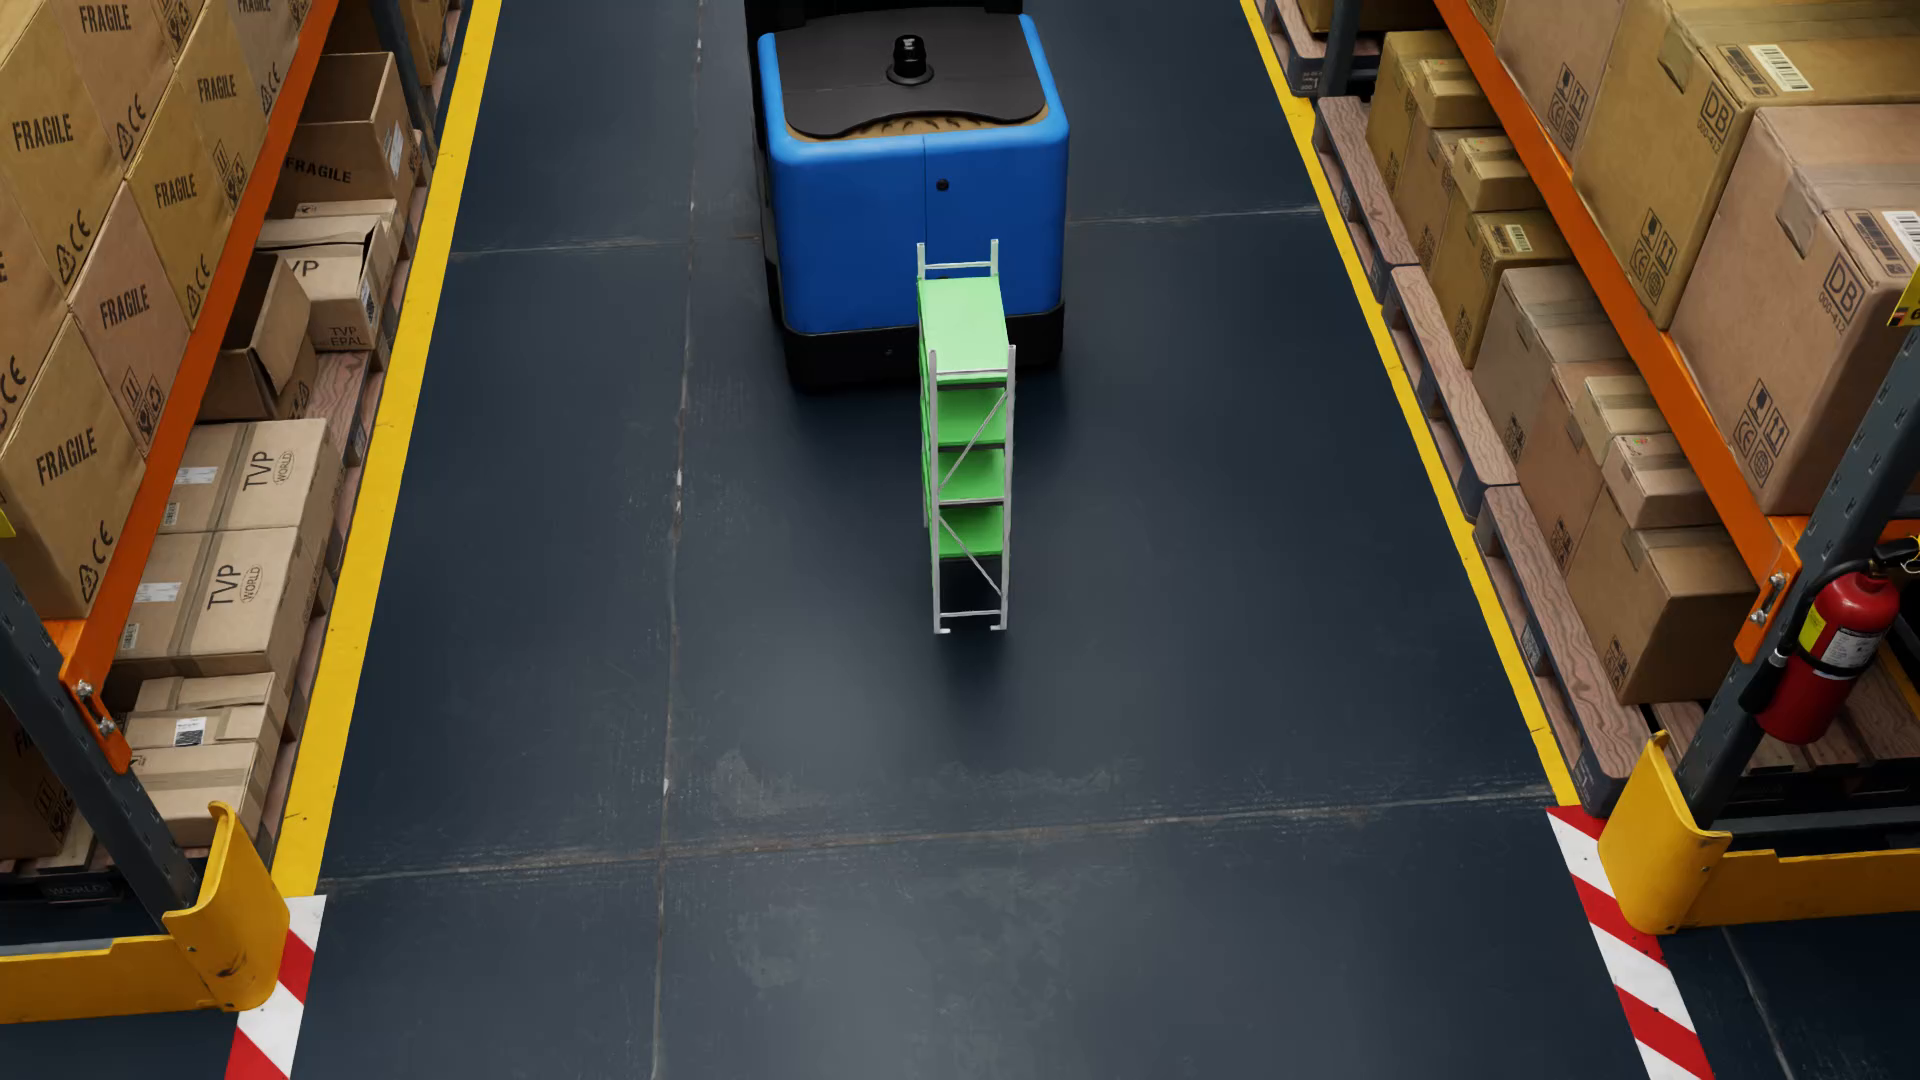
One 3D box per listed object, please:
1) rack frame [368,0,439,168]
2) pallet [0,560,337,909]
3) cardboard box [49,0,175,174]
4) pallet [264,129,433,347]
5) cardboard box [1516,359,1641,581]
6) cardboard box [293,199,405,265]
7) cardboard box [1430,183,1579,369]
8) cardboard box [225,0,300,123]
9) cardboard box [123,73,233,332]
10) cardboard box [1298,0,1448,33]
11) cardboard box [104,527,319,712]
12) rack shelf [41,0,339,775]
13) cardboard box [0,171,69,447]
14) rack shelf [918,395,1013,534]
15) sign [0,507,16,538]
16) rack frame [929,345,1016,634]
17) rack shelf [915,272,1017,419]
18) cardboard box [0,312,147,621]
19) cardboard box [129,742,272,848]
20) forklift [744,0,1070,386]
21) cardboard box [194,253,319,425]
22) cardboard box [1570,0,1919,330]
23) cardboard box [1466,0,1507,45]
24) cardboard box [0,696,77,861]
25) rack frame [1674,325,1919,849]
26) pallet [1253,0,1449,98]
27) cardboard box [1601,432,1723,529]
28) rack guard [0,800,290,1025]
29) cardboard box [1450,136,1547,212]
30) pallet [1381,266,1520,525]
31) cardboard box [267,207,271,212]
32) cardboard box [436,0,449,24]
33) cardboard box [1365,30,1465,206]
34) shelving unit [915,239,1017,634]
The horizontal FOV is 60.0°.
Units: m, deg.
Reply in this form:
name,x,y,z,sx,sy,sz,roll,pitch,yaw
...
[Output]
name,x,y,z,sx,sy,sz,roll,pitch,yaw
rack frame,-2.808,-2.680,6.222,1.000,3.000,0.127,-3,47,-3
pallet,-2.548,0.541,5.092,1.003,0.211,1.213,-3,47,-3
cardboard box,-2.336,-1.241,4.102,0.500,0.500,0.500,-3,47,-3
pallet,-2.752,-1.224,6.764,1.003,0.211,1.213,-3,47,-3
cardboard box,2.262,-0.237,5.341,0.700,0.500,0.500,-4,47,-3
cardboard box,-2.387,-1.188,6.470,0.380,0.149,0.250,-3,47,-3
cardboard box,2.168,-0.986,6.050,0.700,0.500,0.500,-3,47,-2
cardboard box,-2.421,-1.624,5.153,0.500,0.500,0.500,-3,47,-2
cardboard box,-2.335,-0.894,4.462,0.500,0.500,0.500,-4,47,-3
cardboard box,1.944,-2.851,7.576,0.750,0.750,0.750,-3,47,-3
cardboard box,-2.278,0.236,5.051,0.500,0.250,0.500,-3,47,-3
rack shelf,-2.641,-0.986,5.113,1.077,0.370,4.000,-3,47,-3
cardboard box,-2.248,-0.501,3.401,0.500,0.500,0.500,-2,47,-2
rack shelf,0.014,-0.249,5.247,0.258,0.148,0.480,-3,47,-3
sign,-1.933,-0.117,3.198,0.100,0.325,0.005,-3,47,-3
rack frame,0.034,-0.116,5.034,0.240,1.200,0.015,-3,47,-3
rack shelf,0.014,-0.579,4.899,0.258,0.148,0.480,-3,47,-3
cardboard box,-2.248,-0.157,3.764,0.500,0.500,0.500,-3,47,-2
cardboard box,-2.166,0.719,4.663,0.380,0.149,0.250,-3,47,-3
forklift,-0.334,-2.666,6.256,1.130,2.935,3.031,-6,47,-6
cardboard box,-2.646,-0.614,5.682,0.797,0.503,0.637,-3,47,-3
cardboard box,2.338,-1.087,4.507,0.980,0.700,0.700,-4,47,-4
cardboard box,2.212,-2.165,5.528,0.980,0.700,0.700,-5,47,-4
cardboard box,-2.764,0.544,4.588,0.500,0.500,0.500,-3,47,-3
rack frame,2.462,-0.090,3.769,1.000,3.000,0.127,-3,47,-3
pallet,1.988,-2.579,8.047,1.003,0.211,1.213,-3,47,-3
cardboard box,2.112,-0.180,4.840,0.380,0.149,0.250,-4,47,-4
rack guard,-2.480,1.019,4.441,1.175,0.500,0.348,-3,47,-3
cardboard box,1.979,-1.308,5.908,0.380,0.149,0.250,-5,47,-4
pallet,2.219,-0.585,6.159,1.003,0.211,1.213,-3,47,-3
cardboard box,-2.989,-1.590,6.739,0.500,0.311,0.500,-3,47,-3
cardboard box,-2.662,-2.722,7.680,0.500,0.500,0.500,-3,47,-3
cardboard box,2.088,-1.721,6.747,0.700,0.500,0.500,-3,47,-3
shelving unit,0.014,-0.293,5.201,0.258,1.200,0.503,-3,47,-3
